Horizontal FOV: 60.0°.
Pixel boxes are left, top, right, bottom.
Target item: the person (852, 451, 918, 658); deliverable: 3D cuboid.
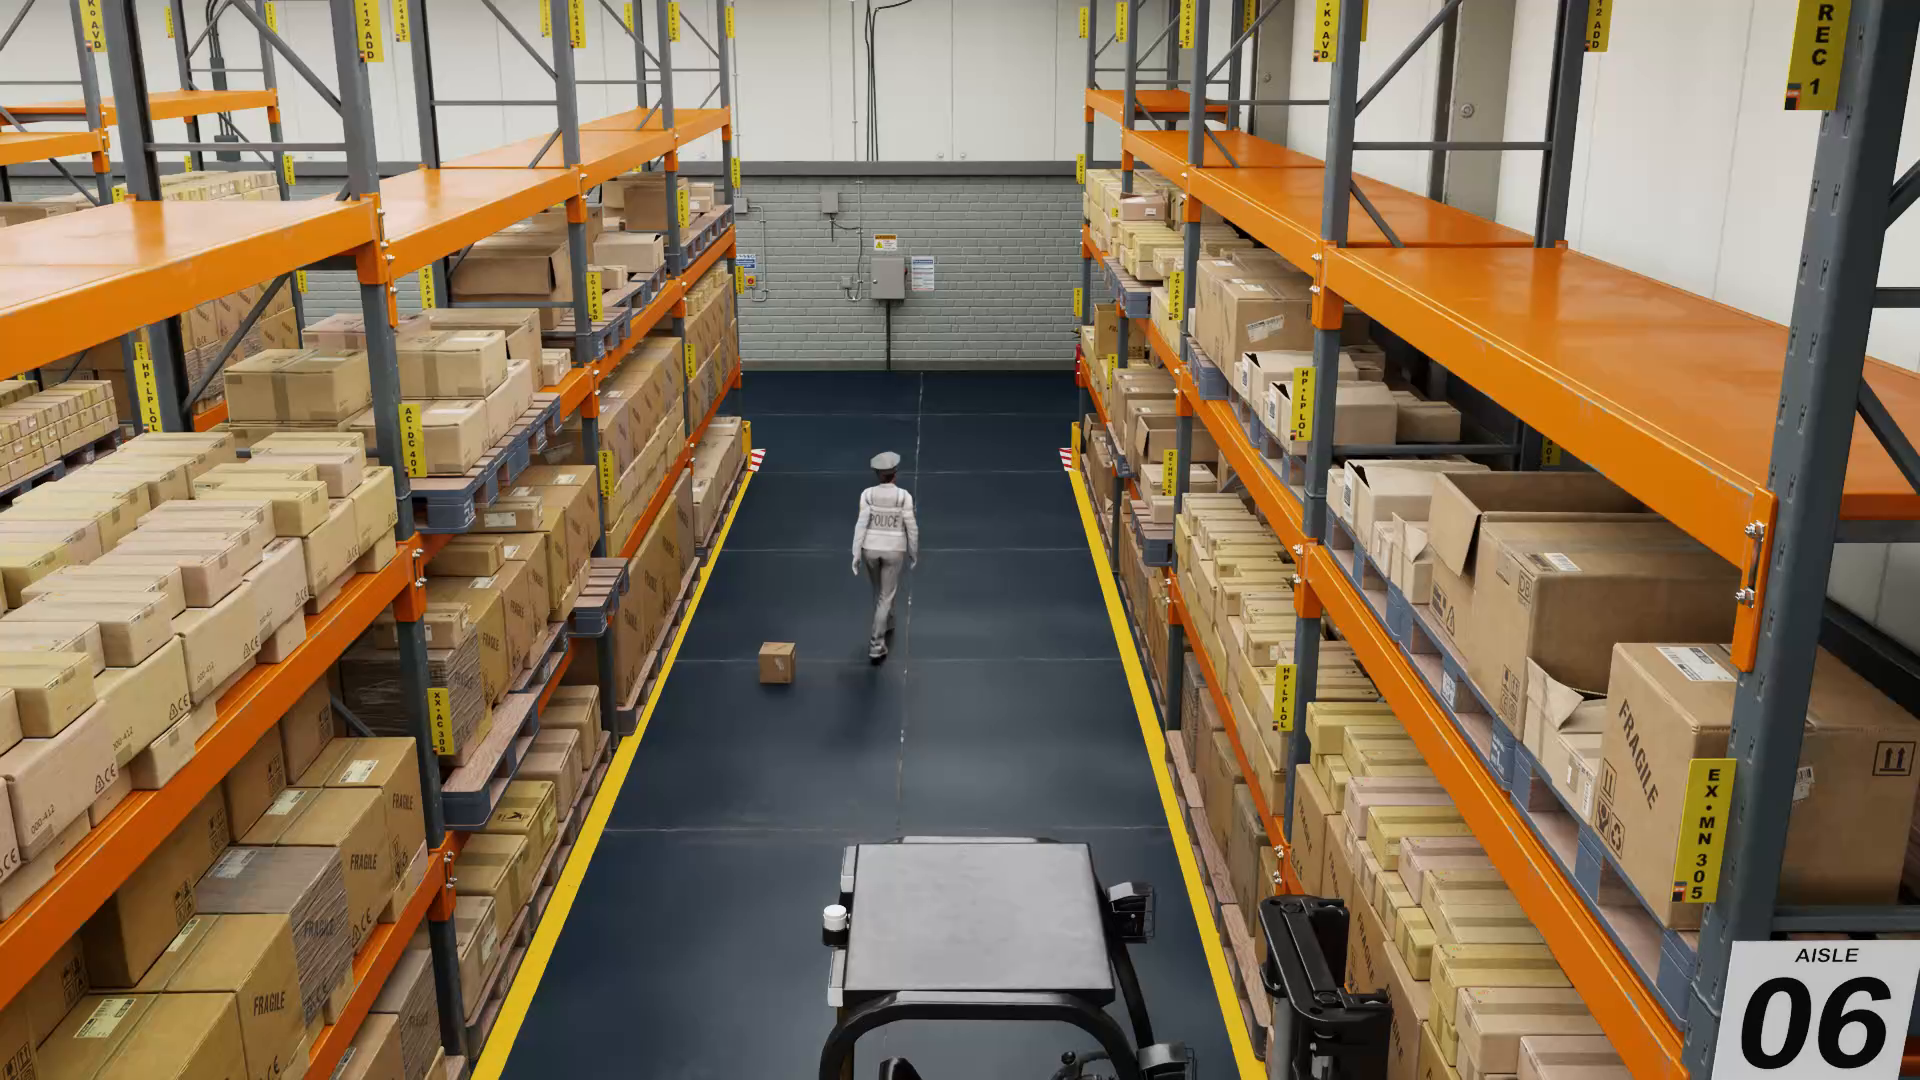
[{"bbox_3d":[-0.591,0.076,13.742,0.514,1.616,0.969,4,18,14],"label":"person"}]
